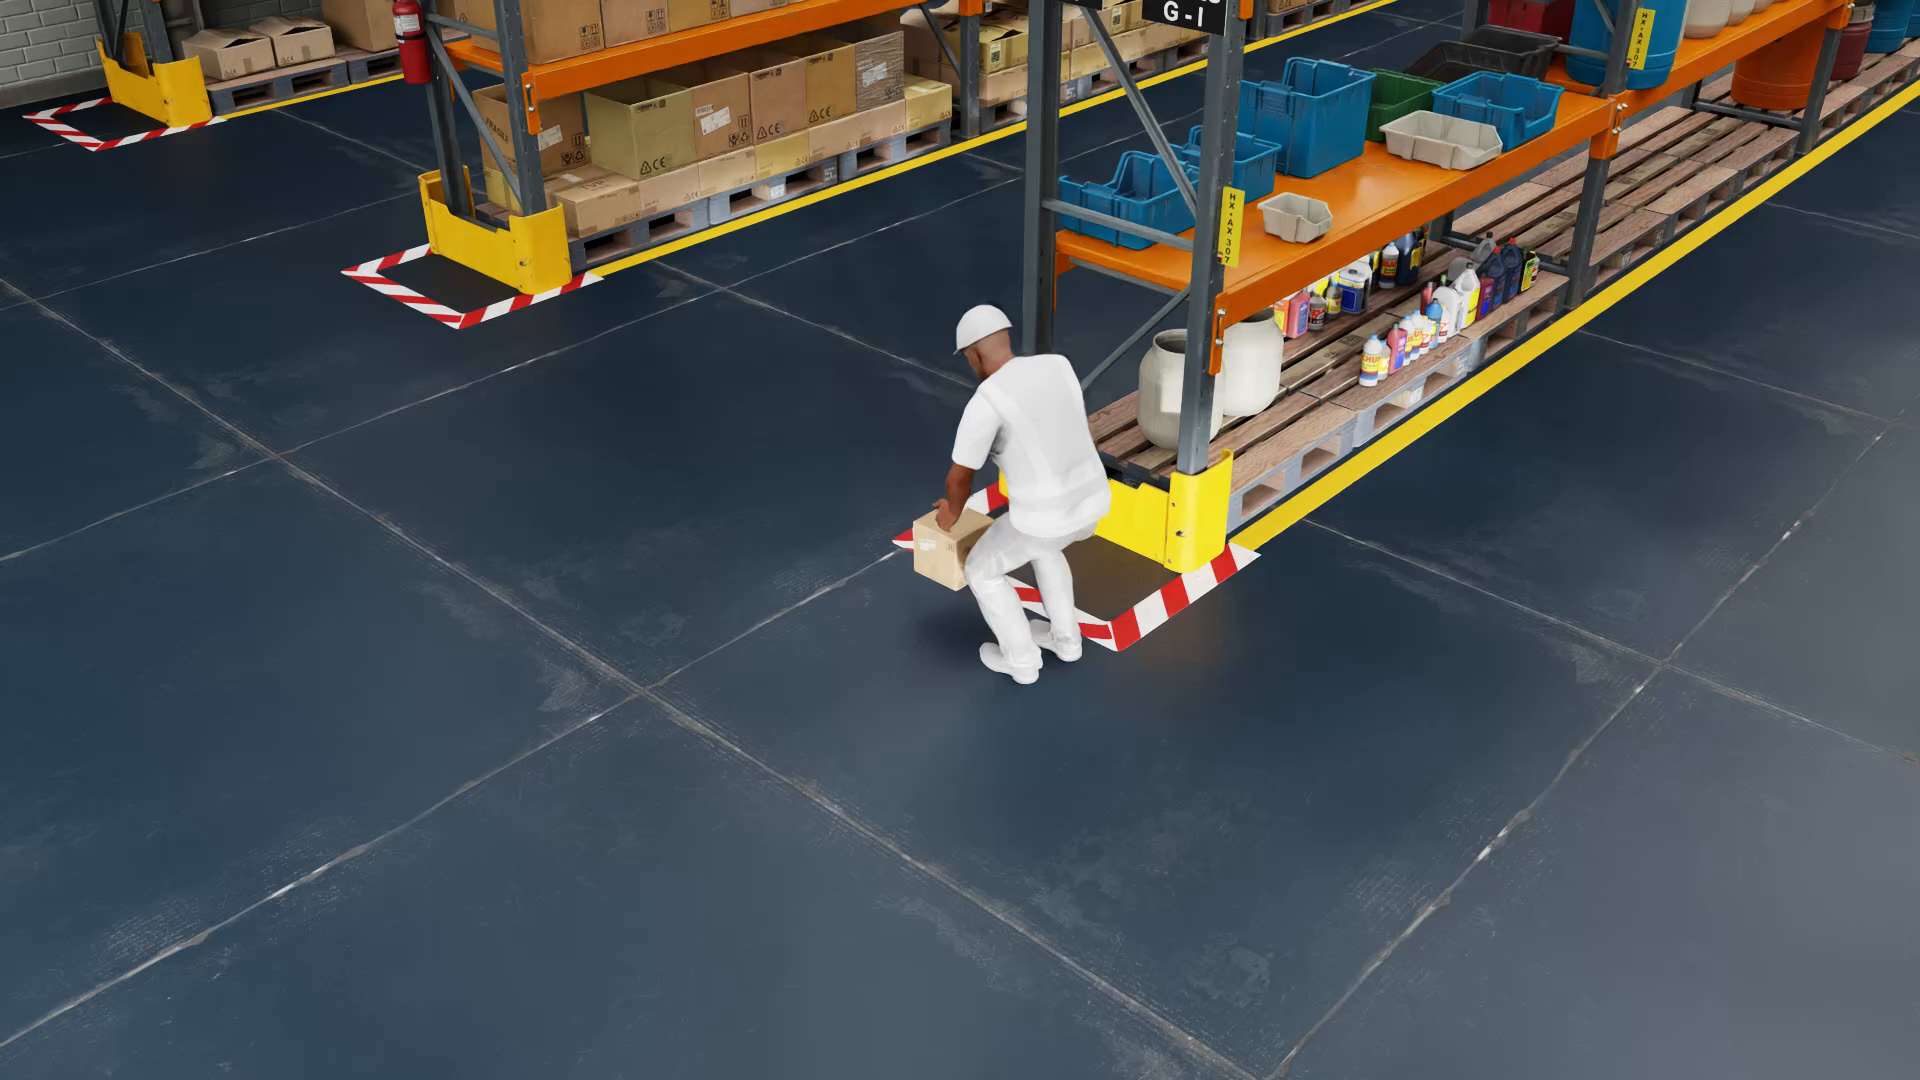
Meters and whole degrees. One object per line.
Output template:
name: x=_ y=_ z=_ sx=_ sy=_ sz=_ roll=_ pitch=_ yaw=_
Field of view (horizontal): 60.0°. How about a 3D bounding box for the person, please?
person: x=0.239 y=-0.162 z=6.620 sx=0.627 sy=1.517 sz=0.687 roll=-24 pitch=38 yaw=-34
